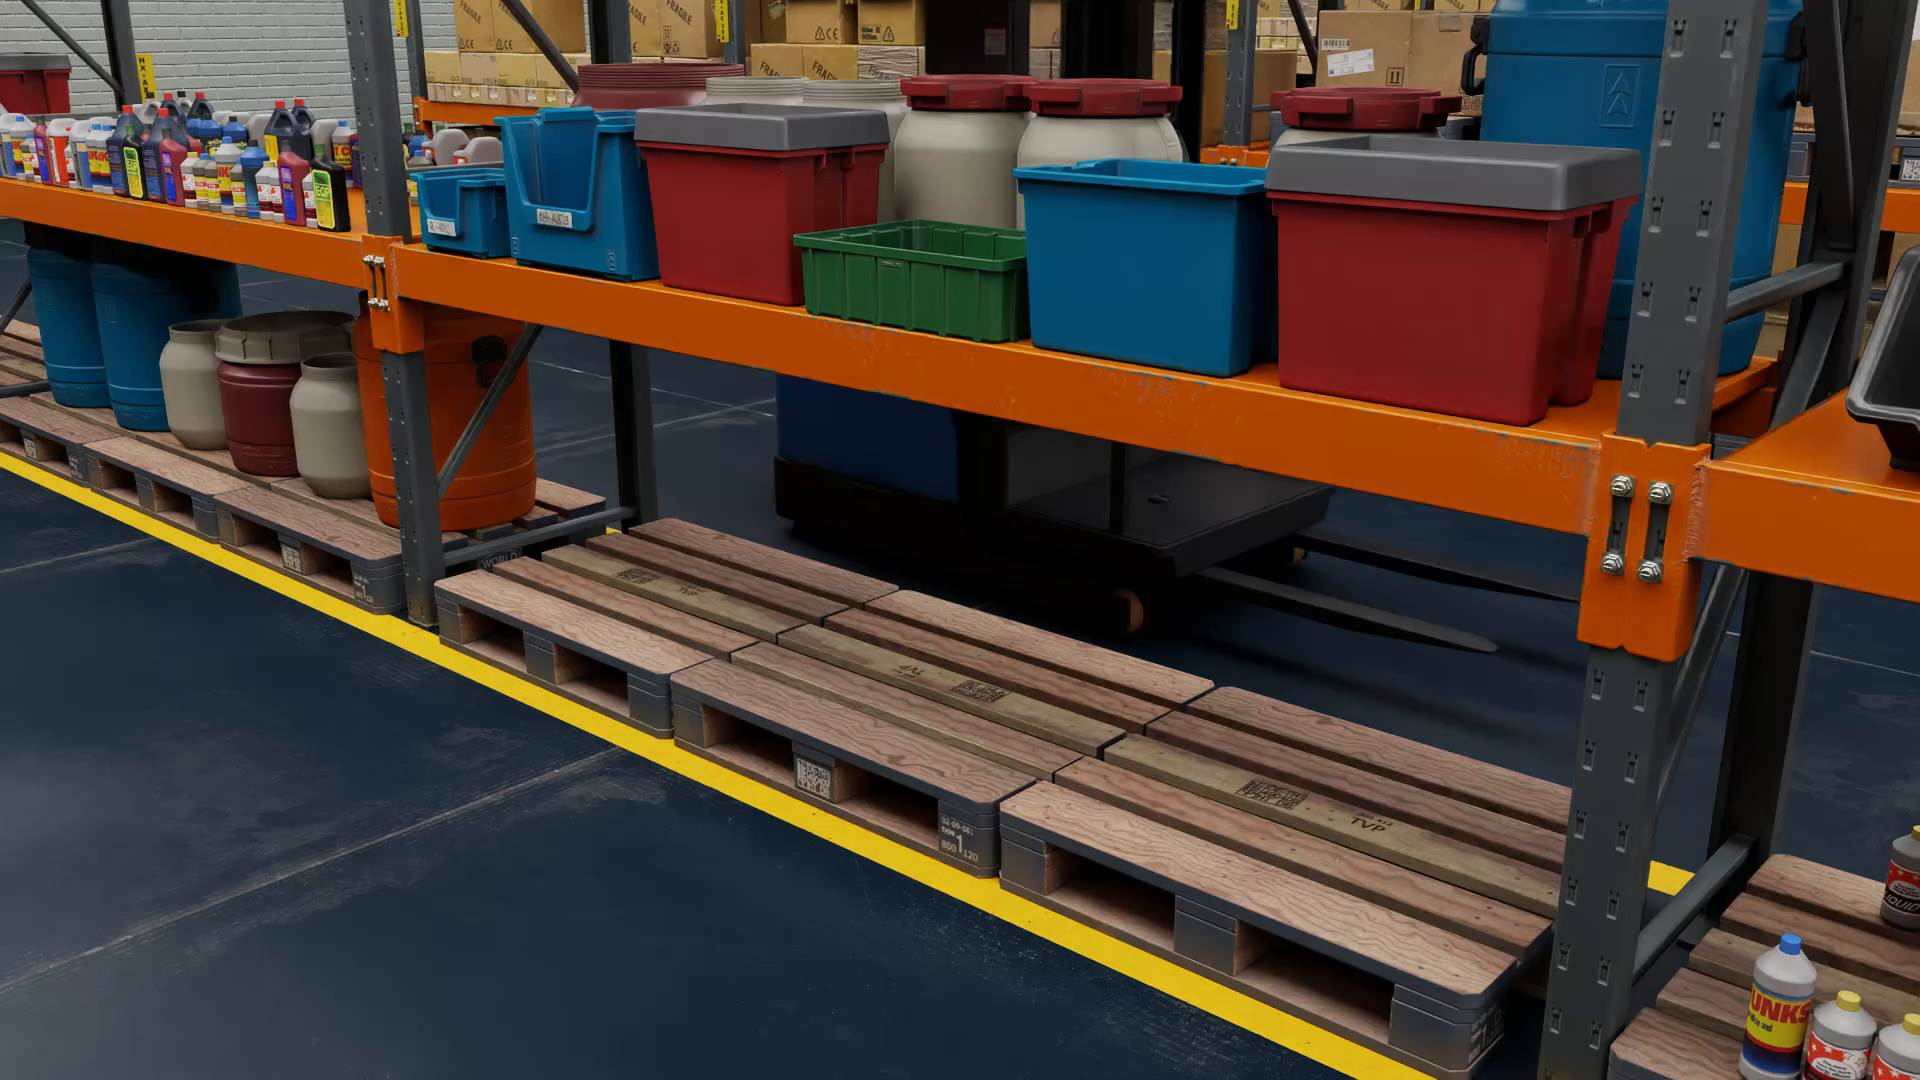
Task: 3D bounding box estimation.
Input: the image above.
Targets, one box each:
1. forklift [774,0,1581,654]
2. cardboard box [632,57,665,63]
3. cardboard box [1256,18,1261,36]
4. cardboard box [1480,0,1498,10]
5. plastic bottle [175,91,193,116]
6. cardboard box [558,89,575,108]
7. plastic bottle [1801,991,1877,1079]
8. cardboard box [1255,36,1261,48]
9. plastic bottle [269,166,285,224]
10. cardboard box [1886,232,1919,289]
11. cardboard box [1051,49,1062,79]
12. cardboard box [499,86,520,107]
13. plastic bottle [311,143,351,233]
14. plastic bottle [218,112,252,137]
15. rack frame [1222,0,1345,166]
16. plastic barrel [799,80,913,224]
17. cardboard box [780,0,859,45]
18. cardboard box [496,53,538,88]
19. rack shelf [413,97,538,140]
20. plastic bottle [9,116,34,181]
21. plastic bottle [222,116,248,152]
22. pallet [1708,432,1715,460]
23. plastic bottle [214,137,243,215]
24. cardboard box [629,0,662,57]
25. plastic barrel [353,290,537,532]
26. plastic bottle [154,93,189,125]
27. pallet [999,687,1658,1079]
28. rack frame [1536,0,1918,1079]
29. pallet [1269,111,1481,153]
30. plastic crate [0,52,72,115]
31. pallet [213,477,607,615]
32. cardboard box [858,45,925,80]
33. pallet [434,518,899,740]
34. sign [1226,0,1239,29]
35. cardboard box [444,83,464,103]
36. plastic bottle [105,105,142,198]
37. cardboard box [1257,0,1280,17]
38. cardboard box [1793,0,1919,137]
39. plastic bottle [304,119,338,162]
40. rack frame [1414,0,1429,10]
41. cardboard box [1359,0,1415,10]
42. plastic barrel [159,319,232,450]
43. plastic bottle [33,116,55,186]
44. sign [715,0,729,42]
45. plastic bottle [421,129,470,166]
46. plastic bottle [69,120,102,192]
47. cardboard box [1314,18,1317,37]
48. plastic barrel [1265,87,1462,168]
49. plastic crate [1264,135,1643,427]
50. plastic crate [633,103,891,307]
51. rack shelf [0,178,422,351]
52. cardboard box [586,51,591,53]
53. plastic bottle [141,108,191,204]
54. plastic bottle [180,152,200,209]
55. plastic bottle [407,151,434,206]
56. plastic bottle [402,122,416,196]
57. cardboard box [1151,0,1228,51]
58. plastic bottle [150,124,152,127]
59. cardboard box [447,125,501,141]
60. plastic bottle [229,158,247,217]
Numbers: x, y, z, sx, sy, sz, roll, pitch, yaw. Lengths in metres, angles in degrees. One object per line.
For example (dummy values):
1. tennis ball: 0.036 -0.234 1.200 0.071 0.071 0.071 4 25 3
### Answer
1. forklift: 0.672 -1.244 5.687 3.031 2.935 1.130 16 24 41
2. cardboard box: -2.115 -3.374 12.039 0.500 0.250 0.500 16 24 41
3. cardboard box: 2.538 -4.347 14.087 0.250 0.149 0.380 15 23 40
4. cardboard box: 5.893 -5.688 17.756 0.500 0.500 0.500 15 23 39
5. plastic bottle: -3.605 -1.916 7.772 0.185 0.351 0.144 15 23 39
6. cardboard box: -2.819 -3.347 12.615 0.250 0.149 0.380 16 23 40
7. plastic bottle: 1.497 0.864 2.829 0.097 0.201 0.097 0 18 0
8. cardboard box: 2.524 -4.208 14.142 0.250 0.149 0.380 16 23 41
9. plastic bottle: -2.350 -1.210 5.796 0.097 0.201 0.097 0 18 0
10. cardboard box: 6.886 -2.093 11.272 0.750 0.750 1.050 15 23 39
11. cardboard box: 0.867 -2.560 9.553 0.500 0.500 0.500 15 23 39
12. cardboard box: -3.398 -3.502 13.103 0.250 0.149 0.380 14 23 38
13. plastic bottle: -2.104 -1.176 5.551 0.133 0.283 0.061 15 23 39
14. plastic bottle: -3.249 -1.783 7.477 0.135 0.276 0.152 15 23 39
15. rack frame: 1.770 -2.367 9.113 0.127 3.000 1.000 15 23 39
16. plastic barrel: -0.292 -1.057 4.800 0.421 0.512 0.421 0 18 0
17. cardboard box: -0.739 -3.570 11.078 0.637 0.503 0.797 14 23 38
18. cardboard box: -3.267 -3.682 13.011 0.500 0.250 0.500 14 22 37
19. rack shelf: -2.718 -3.229 13.018 4.000 0.370 1.077 15 23 39
20. plastic bottle: -4.074 -1.707 7.243 0.097 0.271 0.097 0 18 0
21. plastic bottle: -3.145 -1.703 7.230 0.097 0.271 0.097 0 18 0
22. pallet: 3.261 -0.636 8.267 1.213 0.211 1.003 15 23 39
23. plastic bottle: -2.642 -1.322 6.031 0.097 0.271 0.097 0 18 0
24. cardboard box: -2.115 -3.732 11.928 0.500 0.500 0.500 15 23 40
25. plastic barrel: -1.895 -0.507 6.144 0.708 0.830 0.600 15 23 39
26. plastic bottle: -3.562 -1.846 7.552 0.185 0.351 0.144 15 23 39
27. pallet: 0.861 0.737 3.942 1.213 0.211 1.003 15 23 39
28. rack frame: 1.474 -0.444 3.051 0.127 3.000 1.000 15 23 39
29. pallet: 2.373 -2.157 8.767 1.003 0.211 1.213 15 23 39
30. plastic crate: -5.011 -2.345 8.837 0.583 0.464 0.402 15 23 39
31. pallet: -2.135 -0.067 6.473 1.213 0.211 1.003 15 23 39
32. cardboard box: -0.293 -2.868 10.525 0.500 0.500 0.500 14 23 38
33. pallet: -0.964 0.247 5.486 1.213 0.211 1.003 15 23 39
34. sign: 1.404 -2.793 8.540 0.005 0.325 0.100 15 23 39
35. cardboard box: -3.975 -3.657 13.591 0.250 0.149 0.380 15 23 38
36. plastic bottle: -3.288 -1.543 6.596 0.185 0.351 0.144 15 23 39
37. cardboard box: 3.689 -6.276 19.609 0.500 0.500 0.500 15 23 39
38. cardboard box: 4.260 -2.242 7.030 1.000 1.000 1.000 15 23 40
39. plastic bottle: -2.664 -1.626 6.982 0.135 0.276 0.152 15 23 39
40. rack frame: 5.356 -5.413 18.708 0.127 3.000 1.000 15 23 39
41. cardboard box: 4.820 -5.969 18.643 0.500 0.500 0.500 15 23 39
42. plastic barrel: -3.222 -0.675 7.200 0.421 0.512 0.421 0 18 0
43. plastic bottle: -3.854 -1.646 7.032 0.133 0.283 0.061 15 23 39
44. sign: -1.589 -3.495 11.104 0.005 0.325 0.100 15 23 39
45. plastic bottle: -1.973 -1.441 6.397 0.135 0.276 0.152 15 23 39
46. plastic bottle: -3.550 -1.579 6.834 0.135 0.276 0.152 15 23 39
47. cardboard box: 3.103 -4.194 13.605 0.250 0.149 0.380 16 24 41
48. plastic barrel: 0.904 -0.750 3.792 0.433 0.535 0.433 0 18 0
49. plastic crate: 0.909 -0.502 3.130 0.583 0.464 0.402 15 23 39
50. plastic crate: -0.512 -0.884 4.332 0.583 0.464 0.402 15 23 39
51. rack shelf: -3.014 -1.306 6.956 4.000 0.370 1.077 15 23 39
52. cardboard box: -2.915 -3.803 13.391 0.500 0.250 0.500 14 22 37
53. plastic bottle: -3.050 -1.479 6.394 0.185 0.351 0.144 15 23 39
54. plastic bottle: -2.860 -1.347 6.227 0.097 0.201 0.097 0 18 0
55. plastic bottle: -2.042 -1.373 6.308 0.097 0.201 0.097 0 18 0
56. plastic bottle: -2.216 -1.528 6.660 0.133 0.283 0.061 15 23 39
57. cardboard box: 1.234 -3.044 9.420 0.637 0.503 0.797 16 24 41
58. plastic bottle: -3.241 -1.541 6.722 0.097 0.271 0.097 0 18 0
59. cardboard box: -3.682 -3.051 14.084 0.875 0.875 0.875 15 23 39
60. plastic bottle: -2.569 -1.269 5.980 0.097 0.201 0.097 0 18 0
